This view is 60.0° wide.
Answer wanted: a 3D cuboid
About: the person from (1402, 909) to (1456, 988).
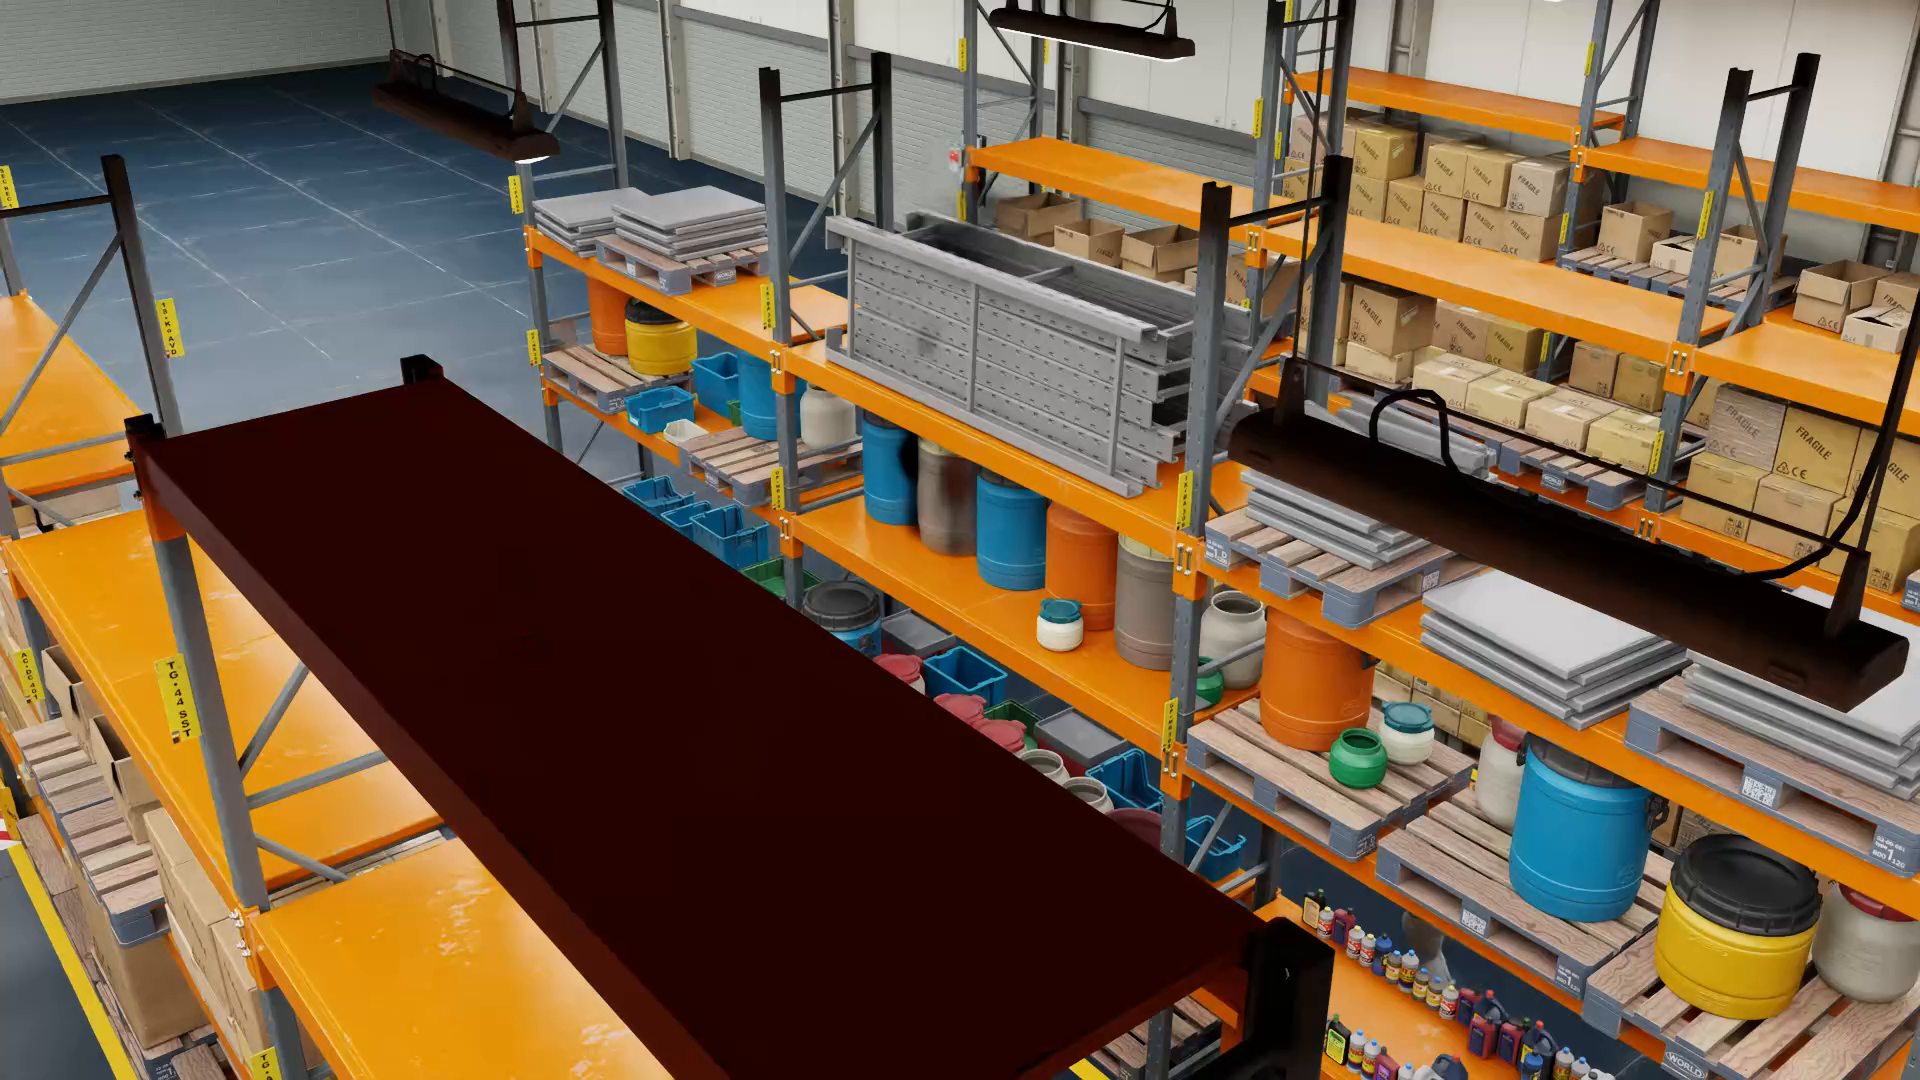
[{"bbox_3d":[3.161,2.447,11.225,0.633,1.798,0.692,-18,31,-32],"label":"person"}]
